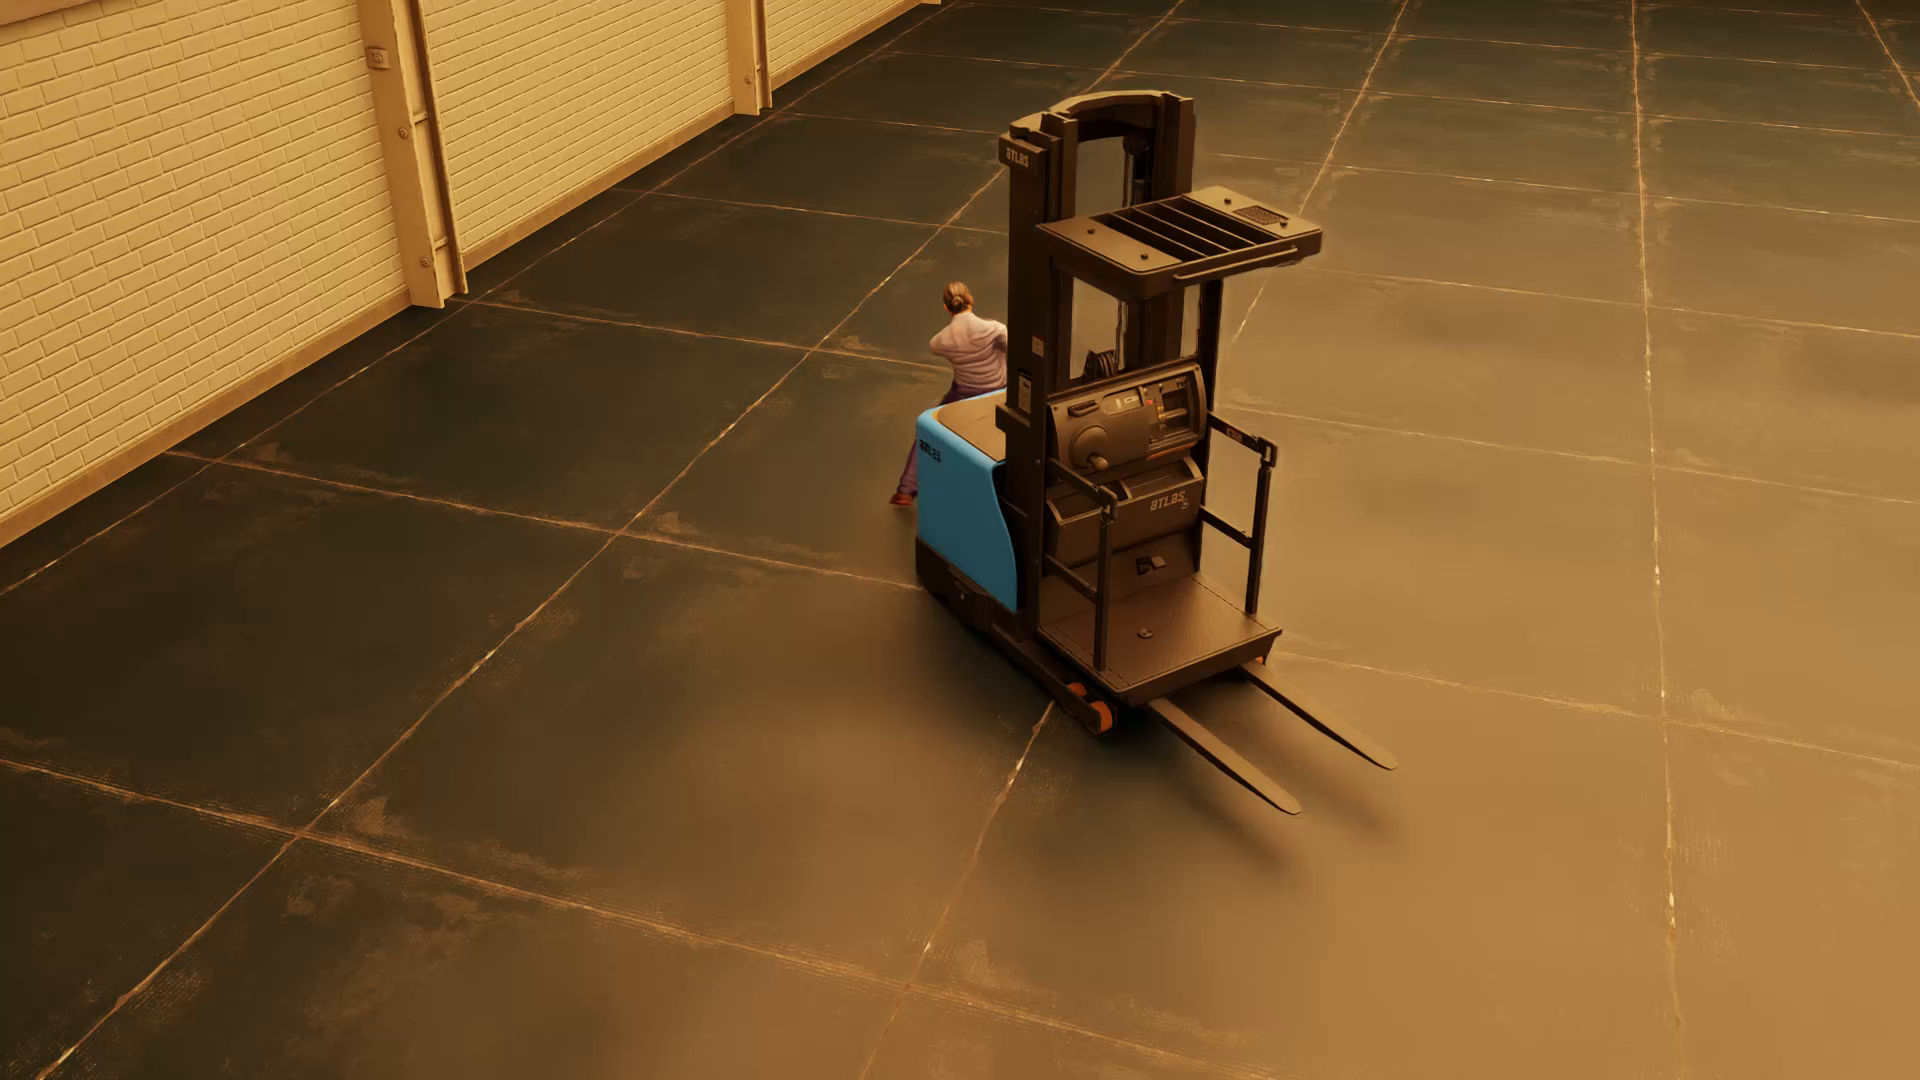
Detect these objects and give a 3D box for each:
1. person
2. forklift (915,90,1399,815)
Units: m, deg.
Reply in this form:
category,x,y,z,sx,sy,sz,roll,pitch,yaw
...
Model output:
category,x,y,z,sx,sy,sz,roll,pitch,yaw
person,0.076,-0.960,10.324,0.958,1.427,1.030,4,30,6
forklift,0.962,-0.563,8.125,1.130,2.935,3.031,-18,34,-28
